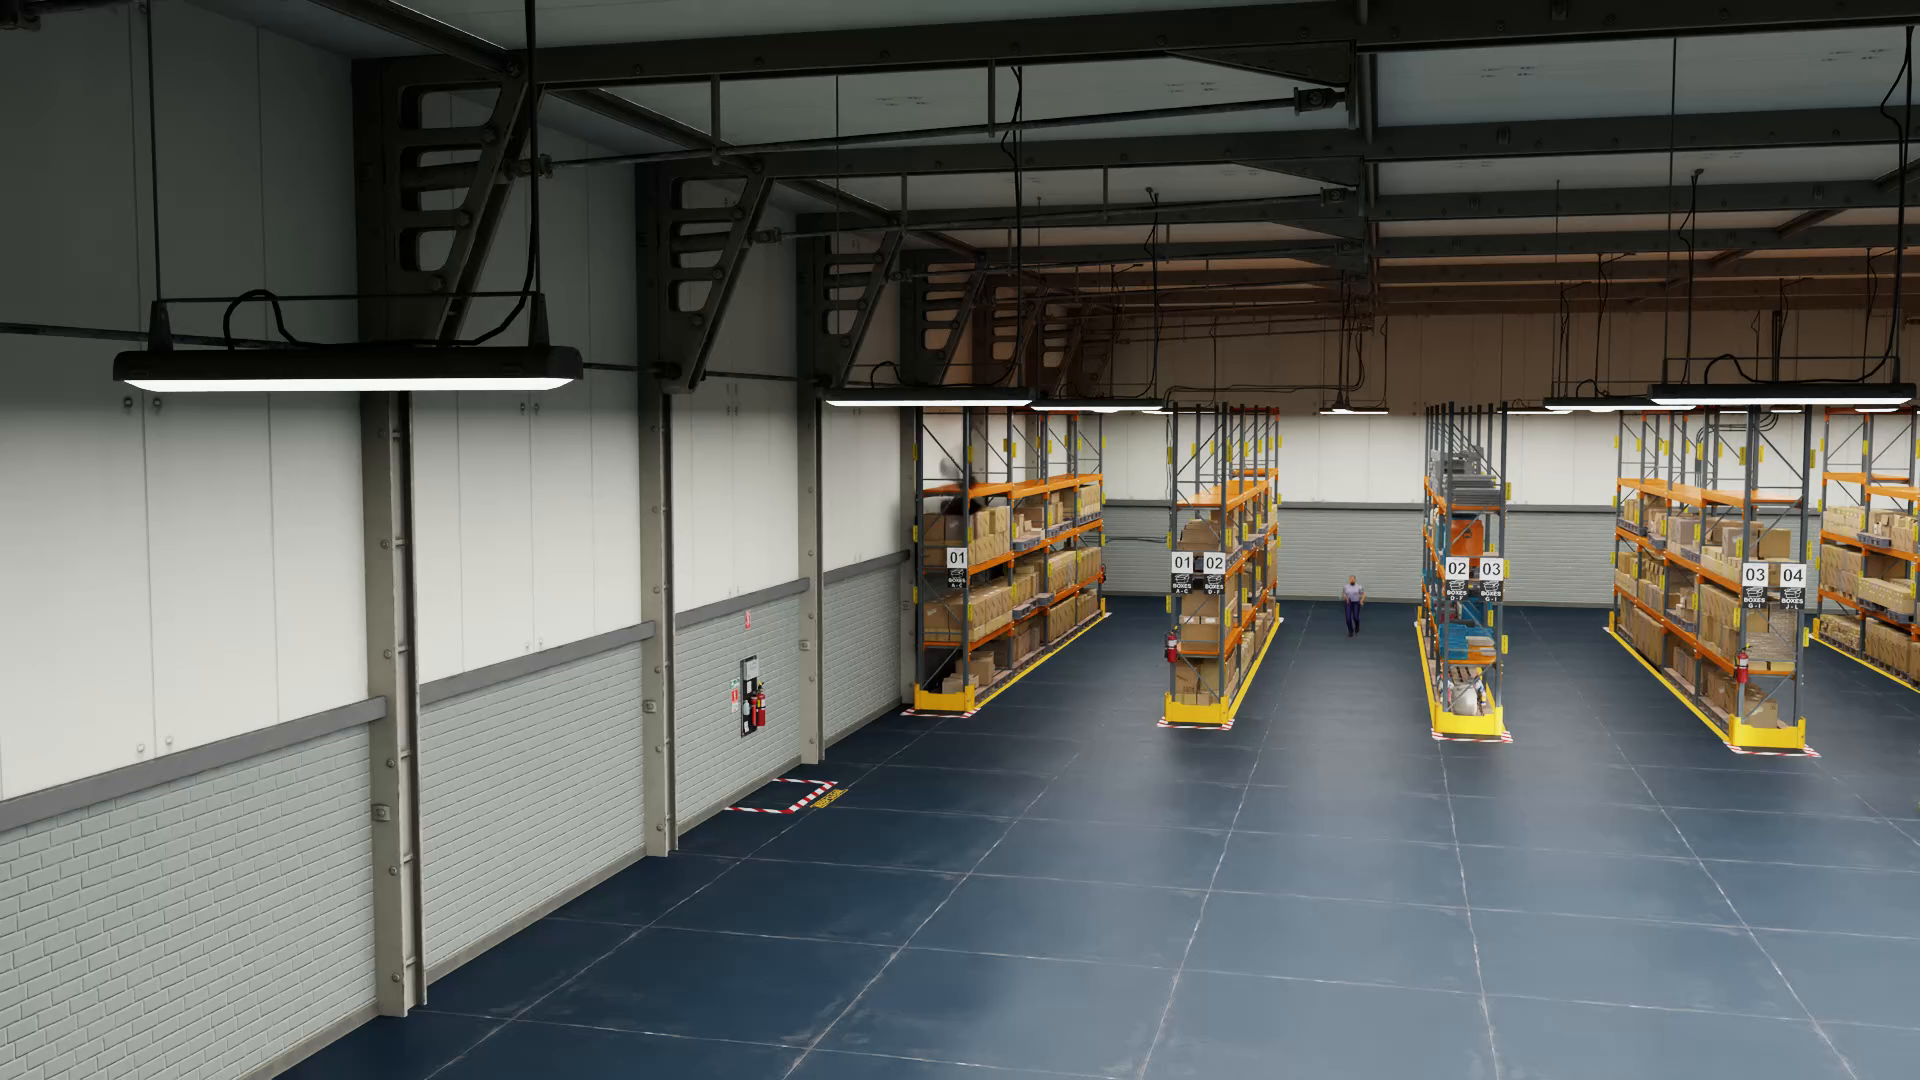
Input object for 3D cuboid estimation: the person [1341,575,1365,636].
[{"bbox_3d":[10.236,1.723,43.360,0.600,1.608,0.538,2,4,20],"label":"person"}]
